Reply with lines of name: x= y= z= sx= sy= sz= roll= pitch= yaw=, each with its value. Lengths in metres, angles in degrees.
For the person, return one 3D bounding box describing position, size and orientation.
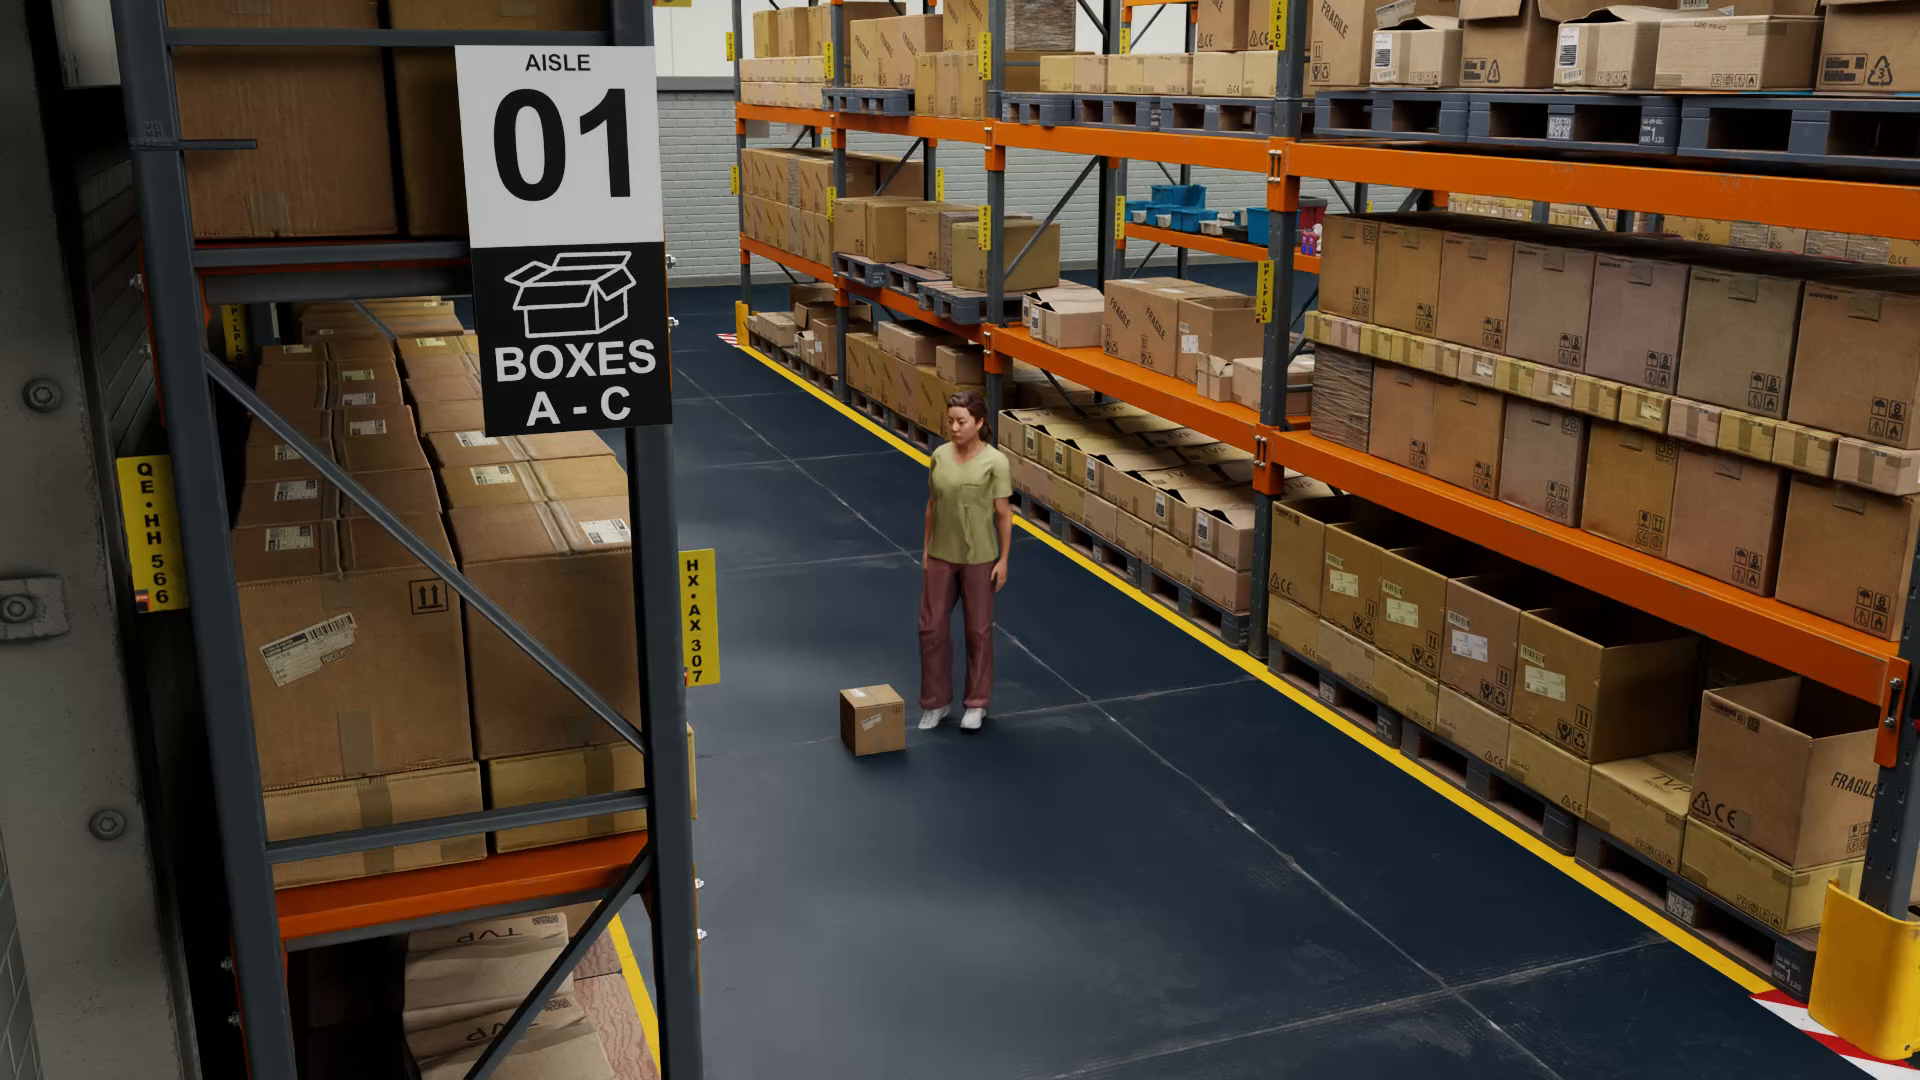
person: x=0.020 y=0.135 z=8.139 sx=0.458 sy=1.748 sz=0.417 roll=7 pitch=17 yaw=22
